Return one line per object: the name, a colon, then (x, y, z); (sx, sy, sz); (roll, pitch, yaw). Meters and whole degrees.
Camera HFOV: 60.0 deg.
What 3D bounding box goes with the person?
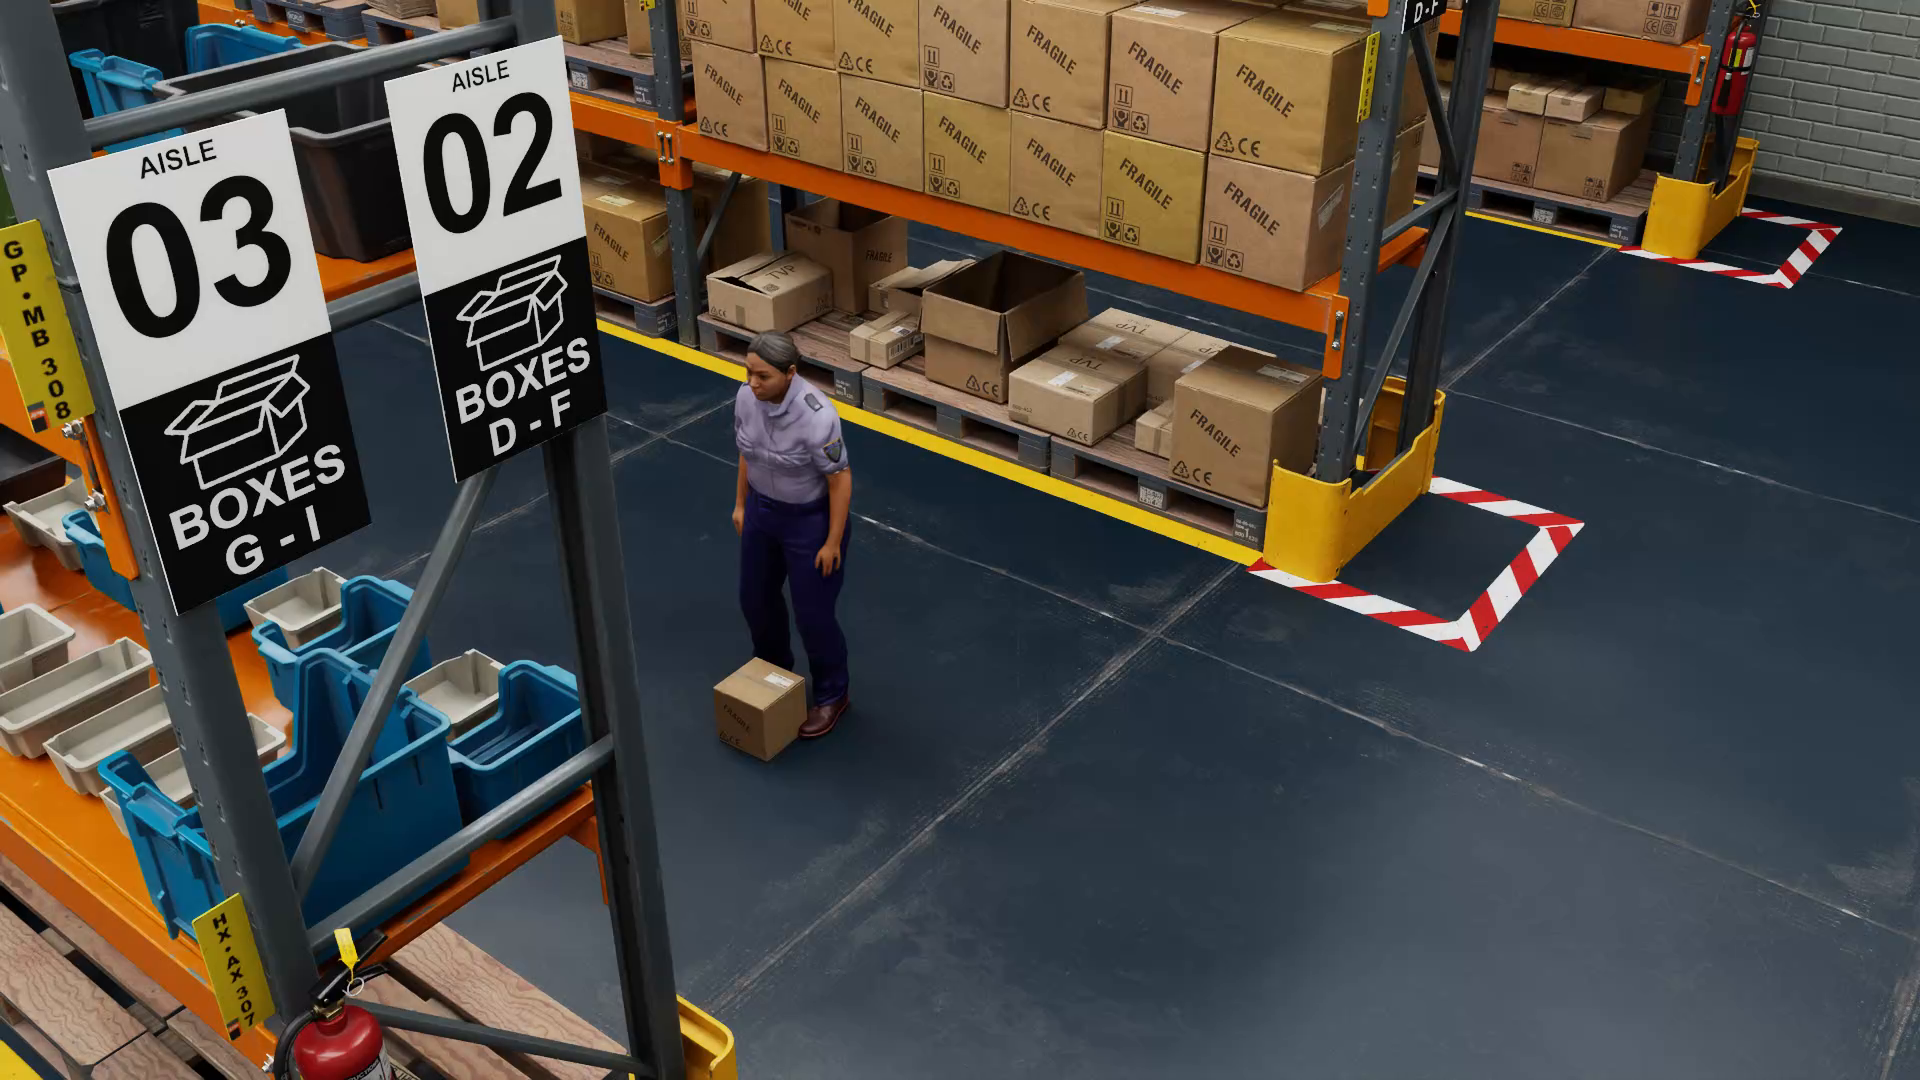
person: (-0.637, -0.053, 6.228); (0.537, 1.651, 0.373); (21, 37, 31)
